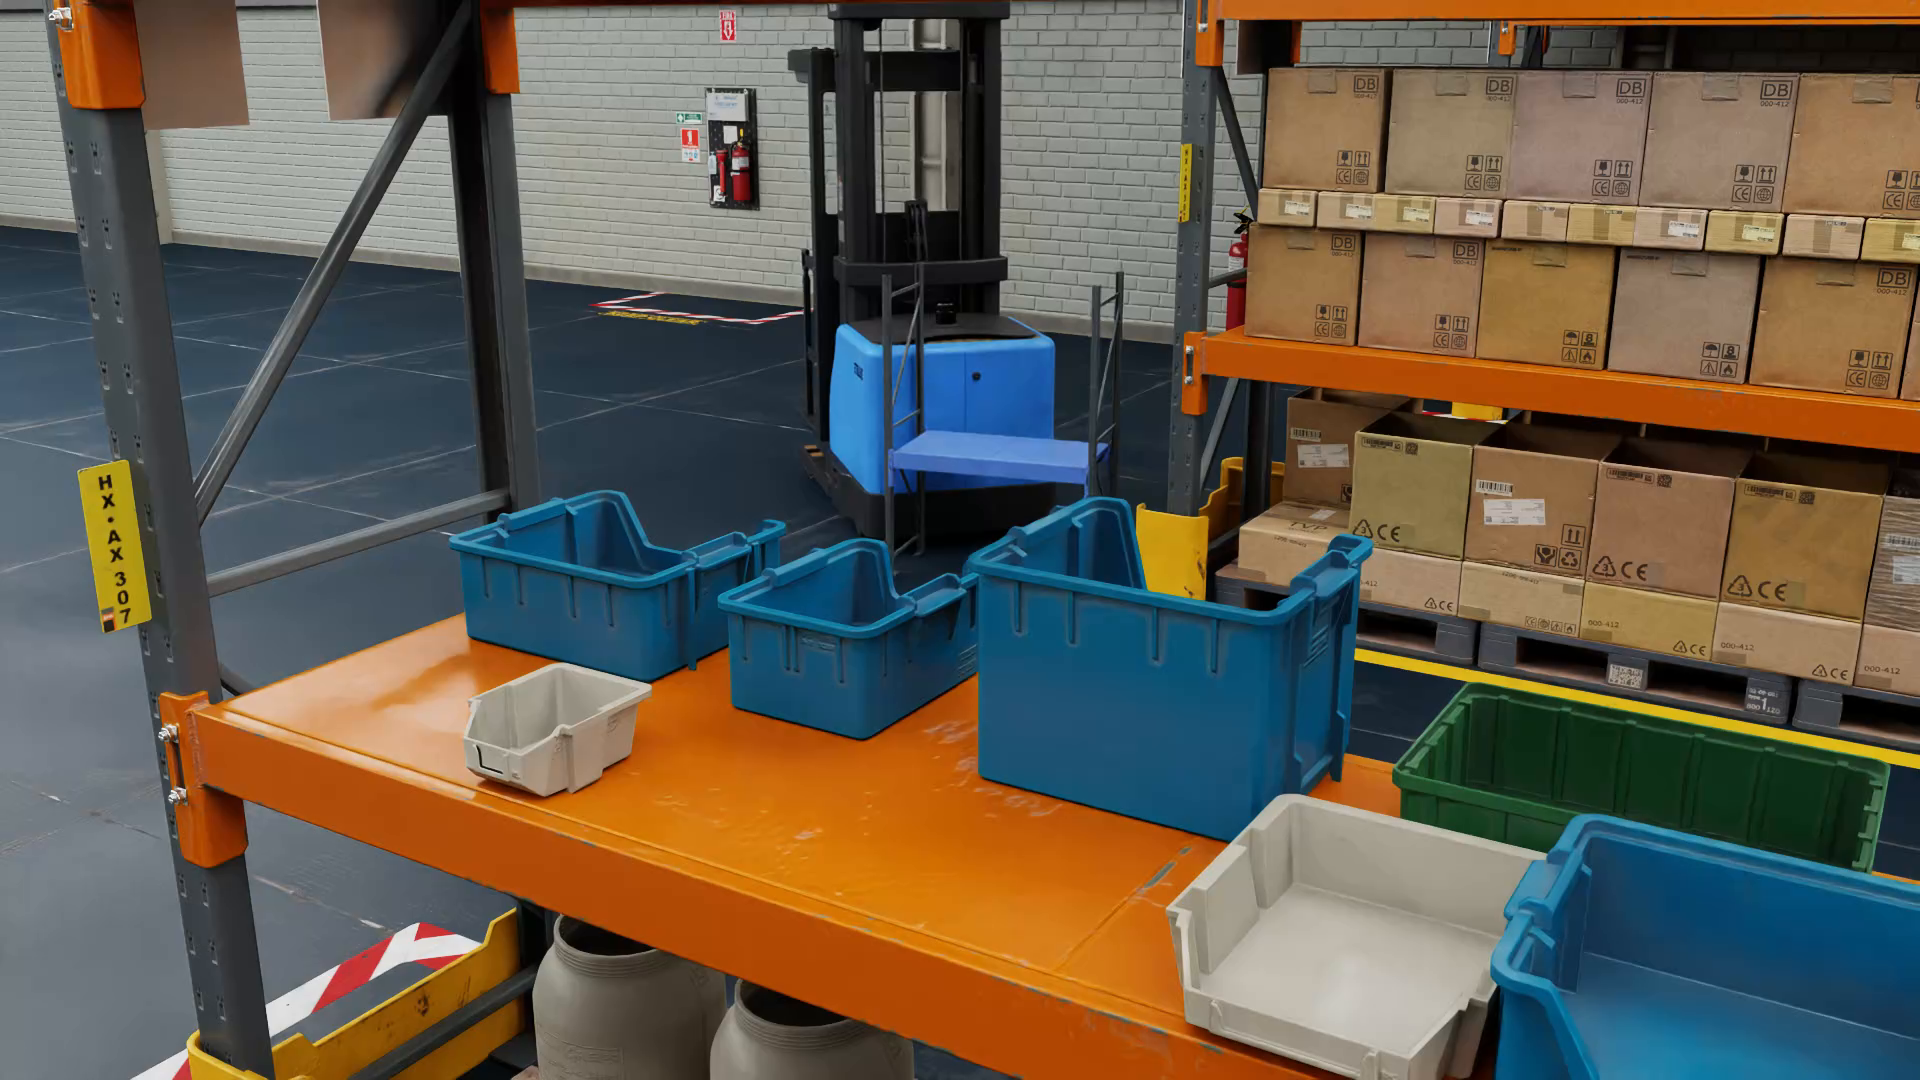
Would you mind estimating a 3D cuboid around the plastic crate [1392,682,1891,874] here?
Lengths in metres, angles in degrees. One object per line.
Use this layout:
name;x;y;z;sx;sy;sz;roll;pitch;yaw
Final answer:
plastic crate;1.066;0.444;2.625;0.662;0.188;0.450;10;20;30

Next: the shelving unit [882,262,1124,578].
shelving unit;0.208;-0.545;8.094;1.048;1.500;0.538;6;18;18

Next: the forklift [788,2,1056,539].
forklift;-0.371;-1.794;9.744;1.130;2.935;3.031;-5;17;-15

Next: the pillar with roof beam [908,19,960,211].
pillar with roof beam;-2.465;-5.268;10.742;0.400;9.000;9.100;10;20;30

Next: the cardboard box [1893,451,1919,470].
cardboard box;4.009;-0.074;6.682;0.500;0.500;0.500;10;20;30

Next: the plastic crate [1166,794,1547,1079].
plastic crate;0.559;0.560;2.329;0.437;0.136;0.530;10;20;30

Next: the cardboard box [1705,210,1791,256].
cardboard box;3.017;-1.187;6.341;0.250;0.149;0.380;11;20;32

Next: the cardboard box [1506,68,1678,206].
cardboard box;2.579;-1.647;6.739;0.500;0.500;0.700;10;20;30

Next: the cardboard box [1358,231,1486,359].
cardboard box;2.103;-1.111;7.206;0.500;0.500;0.700;11;20;31

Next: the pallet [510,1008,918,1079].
pallet;-0.555;1.469;3.681;1.213;0.211;1.003;10;20;30

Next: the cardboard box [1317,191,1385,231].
cardboard box;1.710;-1.422;7.113;0.250;0.149;0.380;10;19;29

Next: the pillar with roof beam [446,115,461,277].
pillar with roof beam;-7.578;-6.181;13.746;0.400;9.000;9.100;10;20;30

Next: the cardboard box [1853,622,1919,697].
cardboard box;3.740;0.412;6.372;0.500;0.250;0.500;10;20;30

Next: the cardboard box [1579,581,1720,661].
cardboard box;2.880;0.264;6.860;0.500;0.250;0.500;10;20;30

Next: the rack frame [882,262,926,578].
rack frame;-0.274;-0.591;8.248;0.032;1.500;0.500;6;18;18

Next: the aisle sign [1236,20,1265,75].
aisle sign;1.360;-2.543;7.618;0.004;0.787;0.394;10;20;30

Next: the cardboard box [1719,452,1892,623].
cardboard box;3.313;-0.022;6.512;0.500;0.500;0.500;10;20;30

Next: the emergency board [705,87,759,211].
emergency board;-2.298;-3.849;16.392;0.643;1.169;0.194;10;20;30

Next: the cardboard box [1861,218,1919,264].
cardboard box;3.460;-1.109;6.085;0.250;0.149;0.380;10;20;30

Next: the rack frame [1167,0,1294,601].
rack frame;1.262;-1.216;7.724;0.127;3.000;1.000;10;20;30

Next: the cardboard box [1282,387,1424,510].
cardboard box;1.875;-0.452;7.928;0.500;0.500;0.500;10;20;30

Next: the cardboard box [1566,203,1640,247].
cardboard box;2.582;-1.266;6.600;0.250;0.149;0.380;10;19;29

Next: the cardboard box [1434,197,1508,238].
cardboard box;2.136;-1.345;6.859;0.250;0.149;0.380;10;19;29

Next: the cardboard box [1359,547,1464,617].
cardboard box;2.030;0.110;7.365;0.500;0.250;0.500;10;20;30

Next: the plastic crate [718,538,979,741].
plastic crate;-0.200;0.183;3.372;0.408;0.251;0.499;10;20;30

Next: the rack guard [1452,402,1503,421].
rack guard;3.916;-1.236;12.090;0.348;0.500;1.175;10;20;30

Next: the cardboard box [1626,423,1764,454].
cardboard box;3.160;-0.227;7.187;0.500;0.500;0.500;10;20;30

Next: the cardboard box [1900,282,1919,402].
cardboard box;3.836;-0.800;6.182;0.500;0.500;0.700;10;20;29

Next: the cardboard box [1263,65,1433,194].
cardboard box;1.698;-1.802;7.250;0.500;0.500;0.700;10;20;30

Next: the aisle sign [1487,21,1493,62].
aisle sign;3.633;-3.624;11.178;0.004;0.787;0.394;10;20;30

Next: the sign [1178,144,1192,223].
sign;0.966;-1.532;7.137;0.005;0.325;0.100;10;20;30

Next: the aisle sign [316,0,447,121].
aisle sign;-1.239;-1.318;3.587;0.004;0.787;0.394;10;20;30

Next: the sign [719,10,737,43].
sign;-2.253;-4.984;16.141;0.199;0.298;0.001;10;20;30

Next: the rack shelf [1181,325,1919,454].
rack shelf;2.966;-0.568;6.827;4.000;0.370;1.077;10;20;30

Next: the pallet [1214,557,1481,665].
pallet;1.935;0.224;7.780;1.213;0.211;1.003;10;20;30

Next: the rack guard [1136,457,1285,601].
rack guard;1.241;-0.024;8.099;0.348;0.500;1.175;10;20;30

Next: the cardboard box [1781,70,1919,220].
cardboard box;3.431;-1.495;6.238;0.500;0.500;0.700;10;20;30

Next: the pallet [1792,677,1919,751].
pallet;4.015;0.595;6.559;1.213;0.211;1.003;10;20;30

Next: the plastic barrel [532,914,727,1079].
plastic barrel;-0.733;1.081;3.720;0.421;0.512;0.421;0;17;0

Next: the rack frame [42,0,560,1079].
rack frame;-1.334;0.010;3.687;0.127;3.000;1.000;10;20;30

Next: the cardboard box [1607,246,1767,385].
cardboard box;2.974;-0.955;6.692;0.500;0.500;0.700;11;20;32

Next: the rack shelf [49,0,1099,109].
rack shelf;0.371;-0.777;2.354;4.000;0.370;1.077;10;20;30

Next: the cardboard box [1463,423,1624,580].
cardboard box;2.462;-0.175;7.015;0.500;0.500;0.500;10;20;30
